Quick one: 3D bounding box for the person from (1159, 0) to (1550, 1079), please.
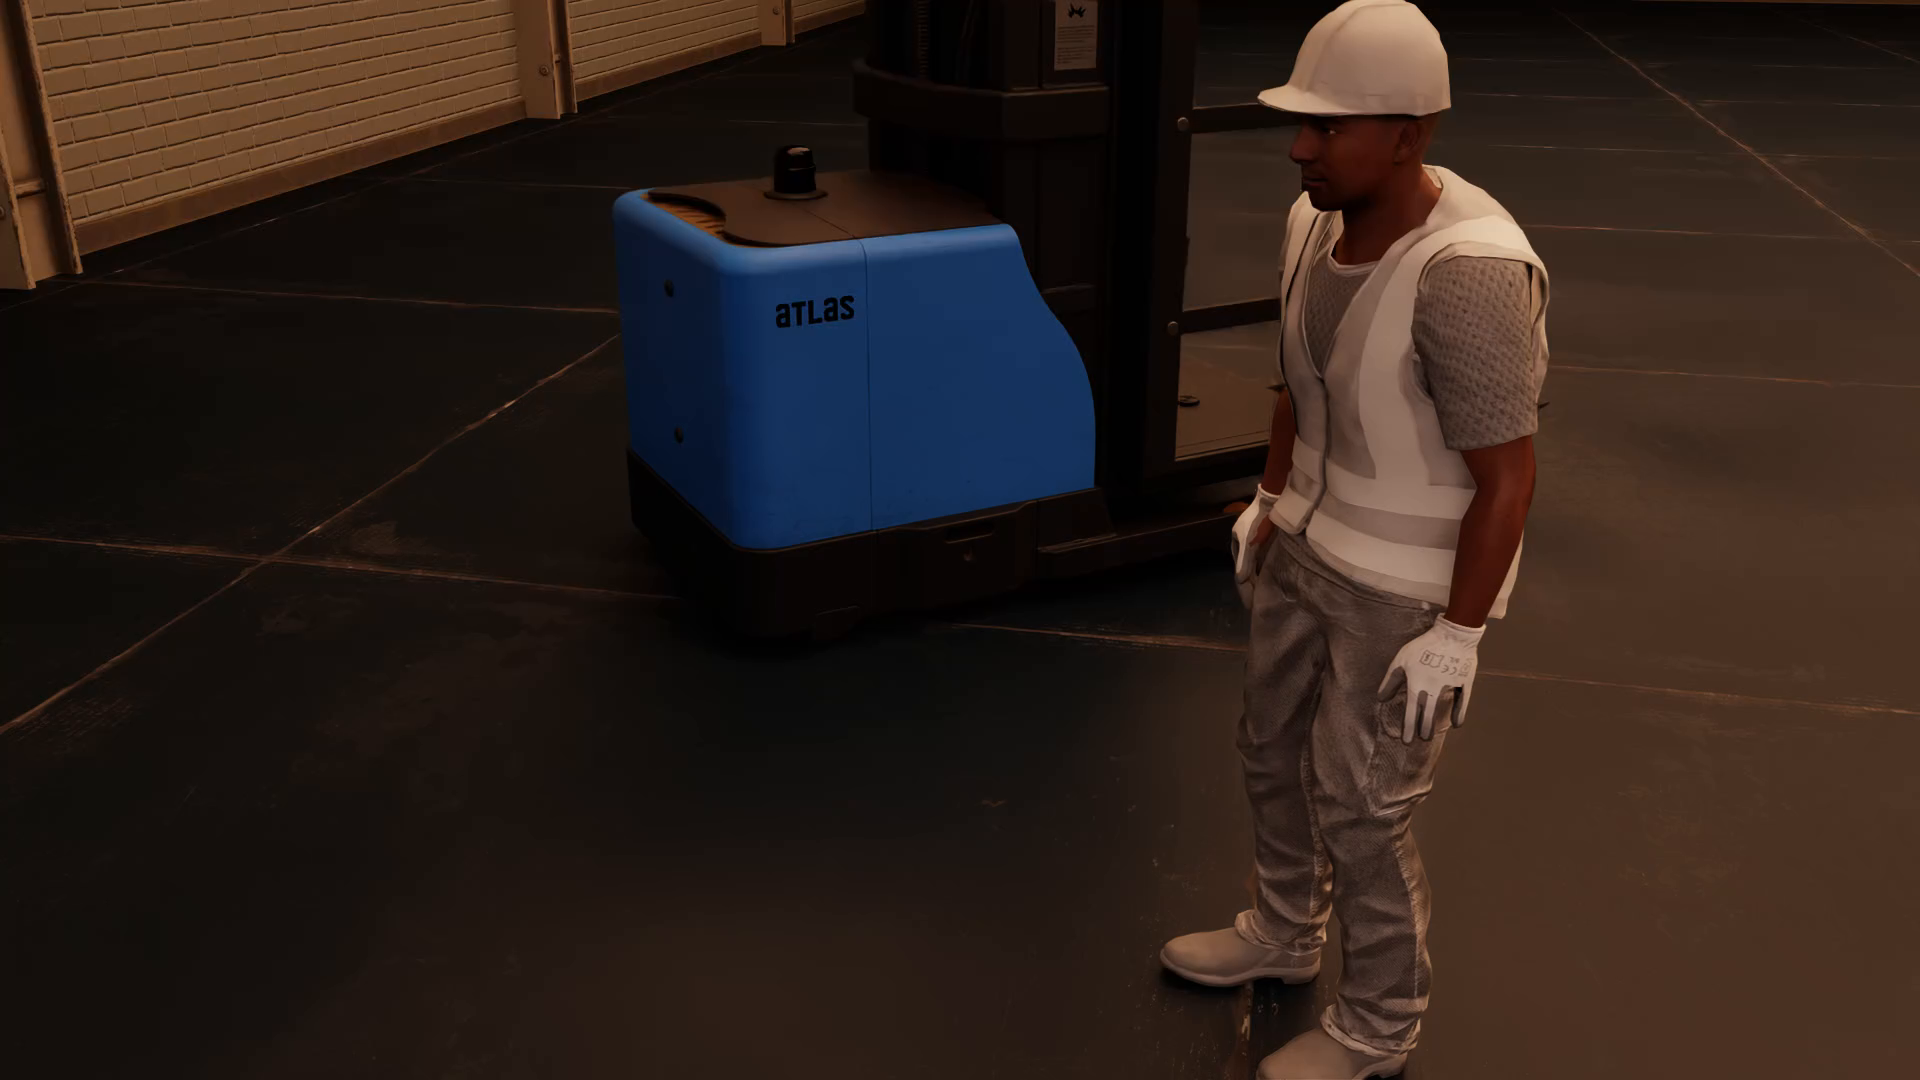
[{"bbox_3d":[0.627,0.059,2.660,0.451,1.772,0.623,-7,23,-17],"label":"person"}]

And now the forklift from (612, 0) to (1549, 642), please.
[{"bbox_3d":[0.537,-1.467,4.865,3.031,2.935,1.130,-11,25,-26],"label":"forklift"}]
